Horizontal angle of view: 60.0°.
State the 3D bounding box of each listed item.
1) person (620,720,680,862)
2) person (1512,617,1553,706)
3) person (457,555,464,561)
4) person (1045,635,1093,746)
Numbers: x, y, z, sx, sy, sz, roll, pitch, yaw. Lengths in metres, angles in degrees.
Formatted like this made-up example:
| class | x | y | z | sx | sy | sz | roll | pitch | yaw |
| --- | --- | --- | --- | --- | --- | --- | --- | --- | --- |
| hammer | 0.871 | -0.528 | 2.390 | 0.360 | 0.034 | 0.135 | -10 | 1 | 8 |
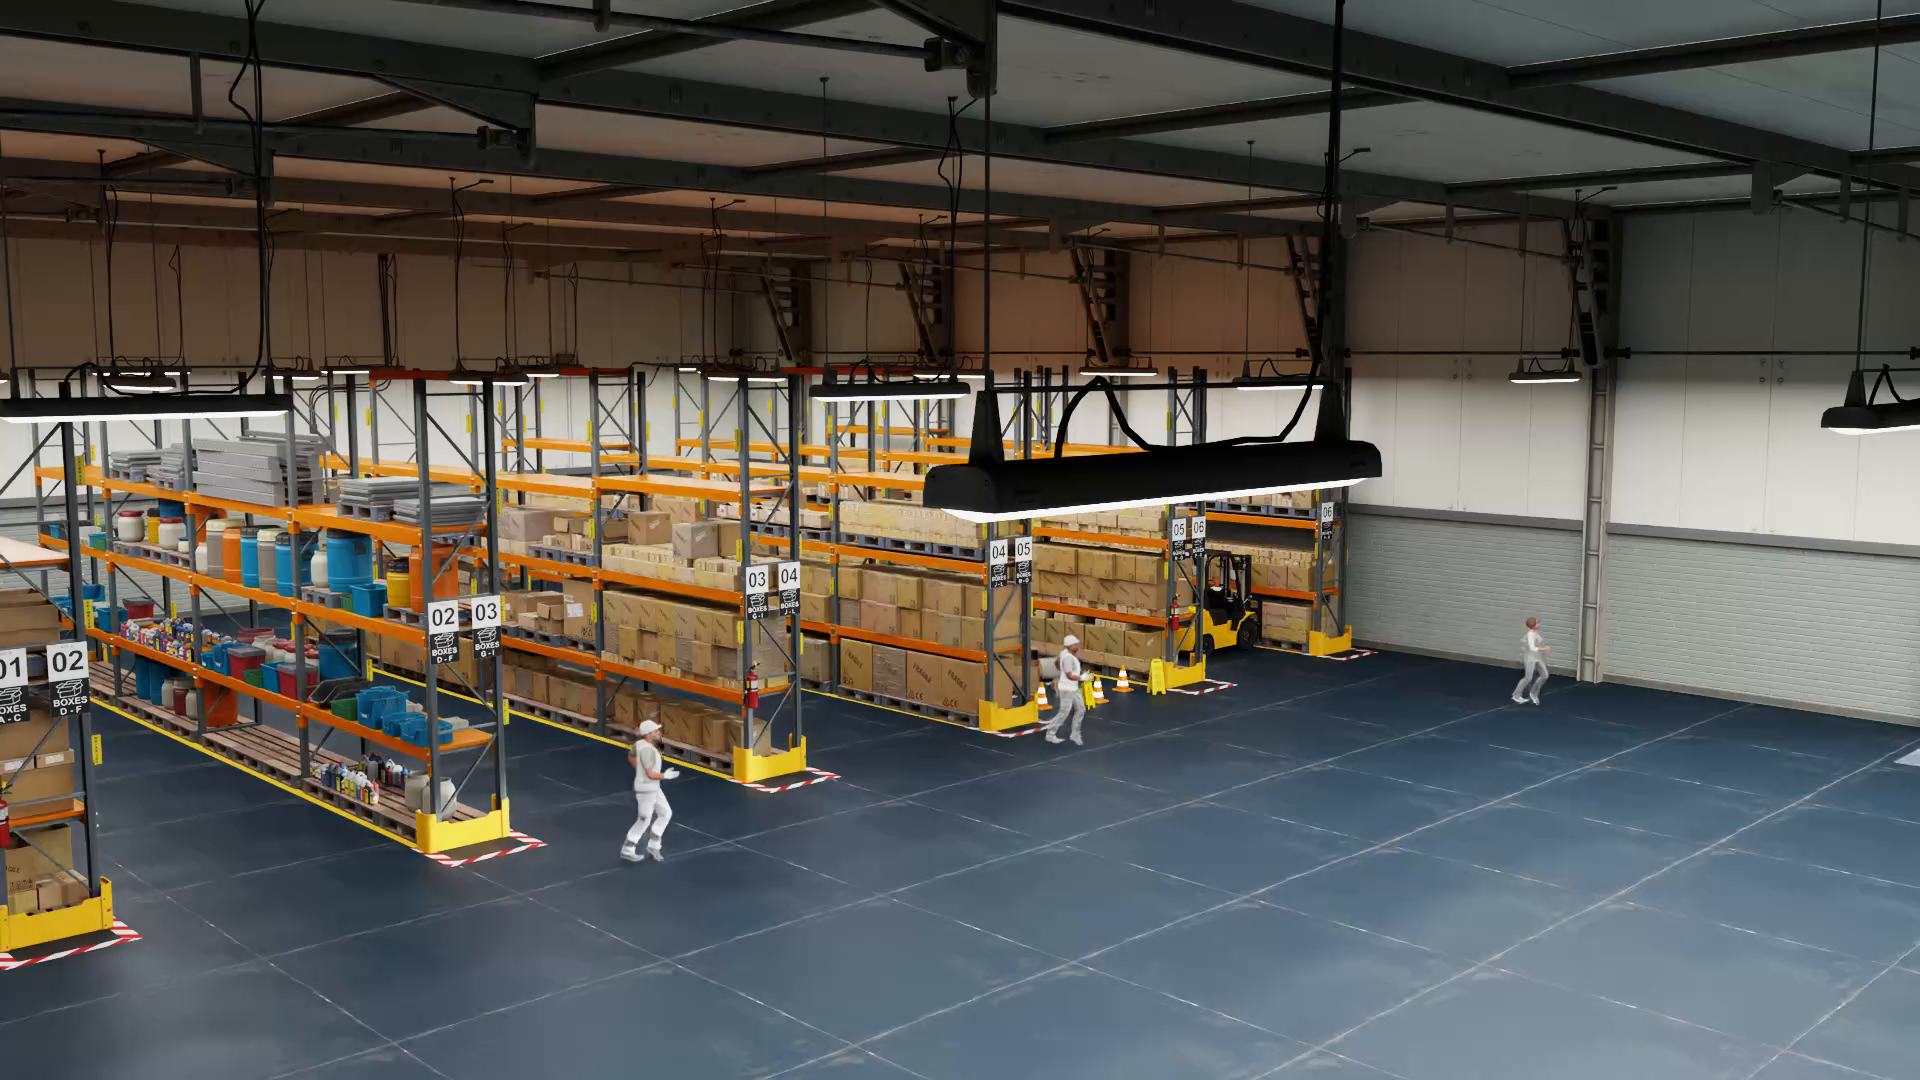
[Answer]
| class | x | y | z | sx | sy | sz | roll | pitch | yaw |
| --- | --- | --- | --- | --- | --- | --- | --- | --- | --- |
| person | -3.850 | 3.141 | 20.632 | 0.745 | 1.854 | 0.677 | -1 | 7 | -8 |
| person | 10.273 | 2.177 | 29.807 | 0.672 | 1.611 | 0.508 | 5 | 8 | 36 |
| person | -11.908 | 1.142 | 39.091 | 0.710 | 1.608 | 0.494 | 2 | 7 | 14 |
| person | 1.757 | 2.449 | 26.726 | 0.767 | 1.864 | 0.708 | 1 | 7 | 9 |
